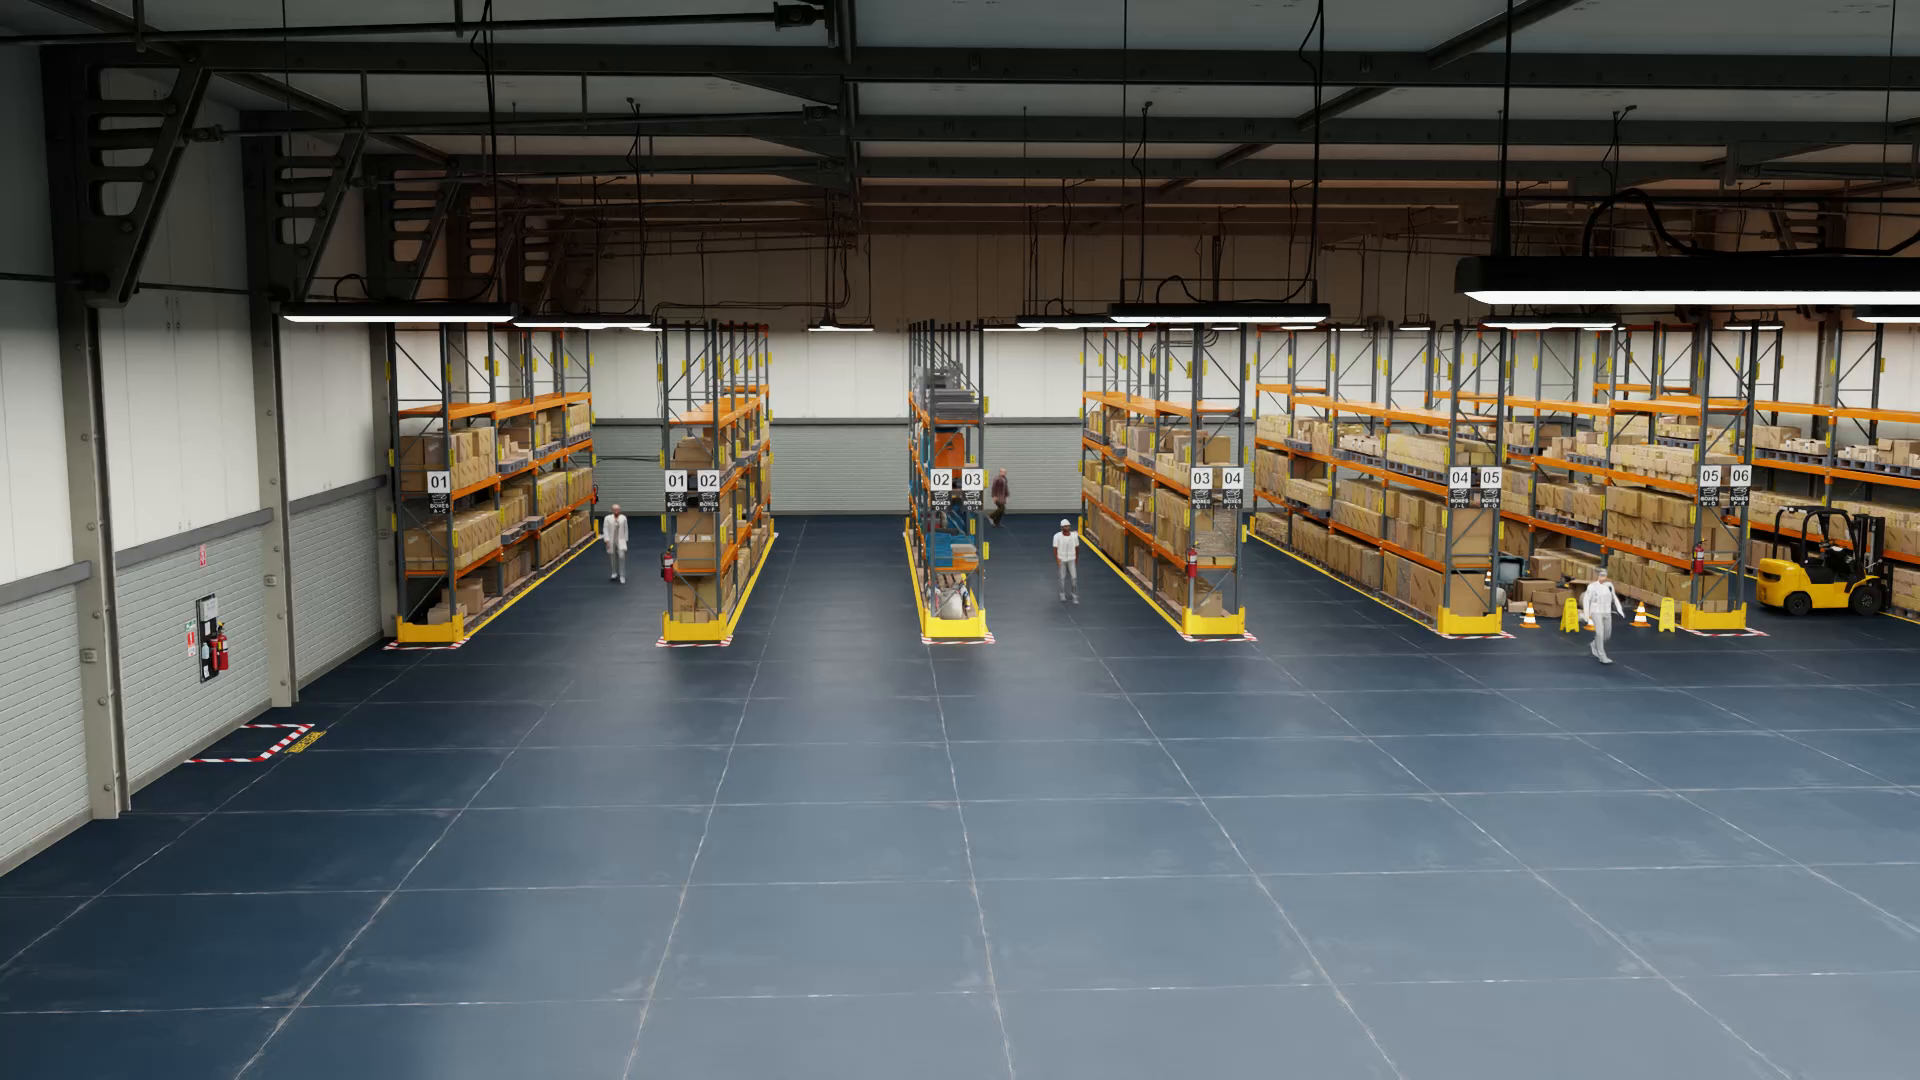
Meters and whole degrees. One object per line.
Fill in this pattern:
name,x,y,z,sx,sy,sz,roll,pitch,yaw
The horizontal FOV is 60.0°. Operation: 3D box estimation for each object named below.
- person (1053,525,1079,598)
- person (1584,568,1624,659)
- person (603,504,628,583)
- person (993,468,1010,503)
person,2.276,0.425,35.616,0.570,1.649,0.525,0,7,-1
person,11.270,1.262,29.226,0.594,1.600,0.580,-1,7,-10
person,-8.026,0.082,38.744,0.562,1.823,0.857,-1,7,-10
person,1.226,-1.617,49.404,0.430,1.053,0.570,2,7,17
